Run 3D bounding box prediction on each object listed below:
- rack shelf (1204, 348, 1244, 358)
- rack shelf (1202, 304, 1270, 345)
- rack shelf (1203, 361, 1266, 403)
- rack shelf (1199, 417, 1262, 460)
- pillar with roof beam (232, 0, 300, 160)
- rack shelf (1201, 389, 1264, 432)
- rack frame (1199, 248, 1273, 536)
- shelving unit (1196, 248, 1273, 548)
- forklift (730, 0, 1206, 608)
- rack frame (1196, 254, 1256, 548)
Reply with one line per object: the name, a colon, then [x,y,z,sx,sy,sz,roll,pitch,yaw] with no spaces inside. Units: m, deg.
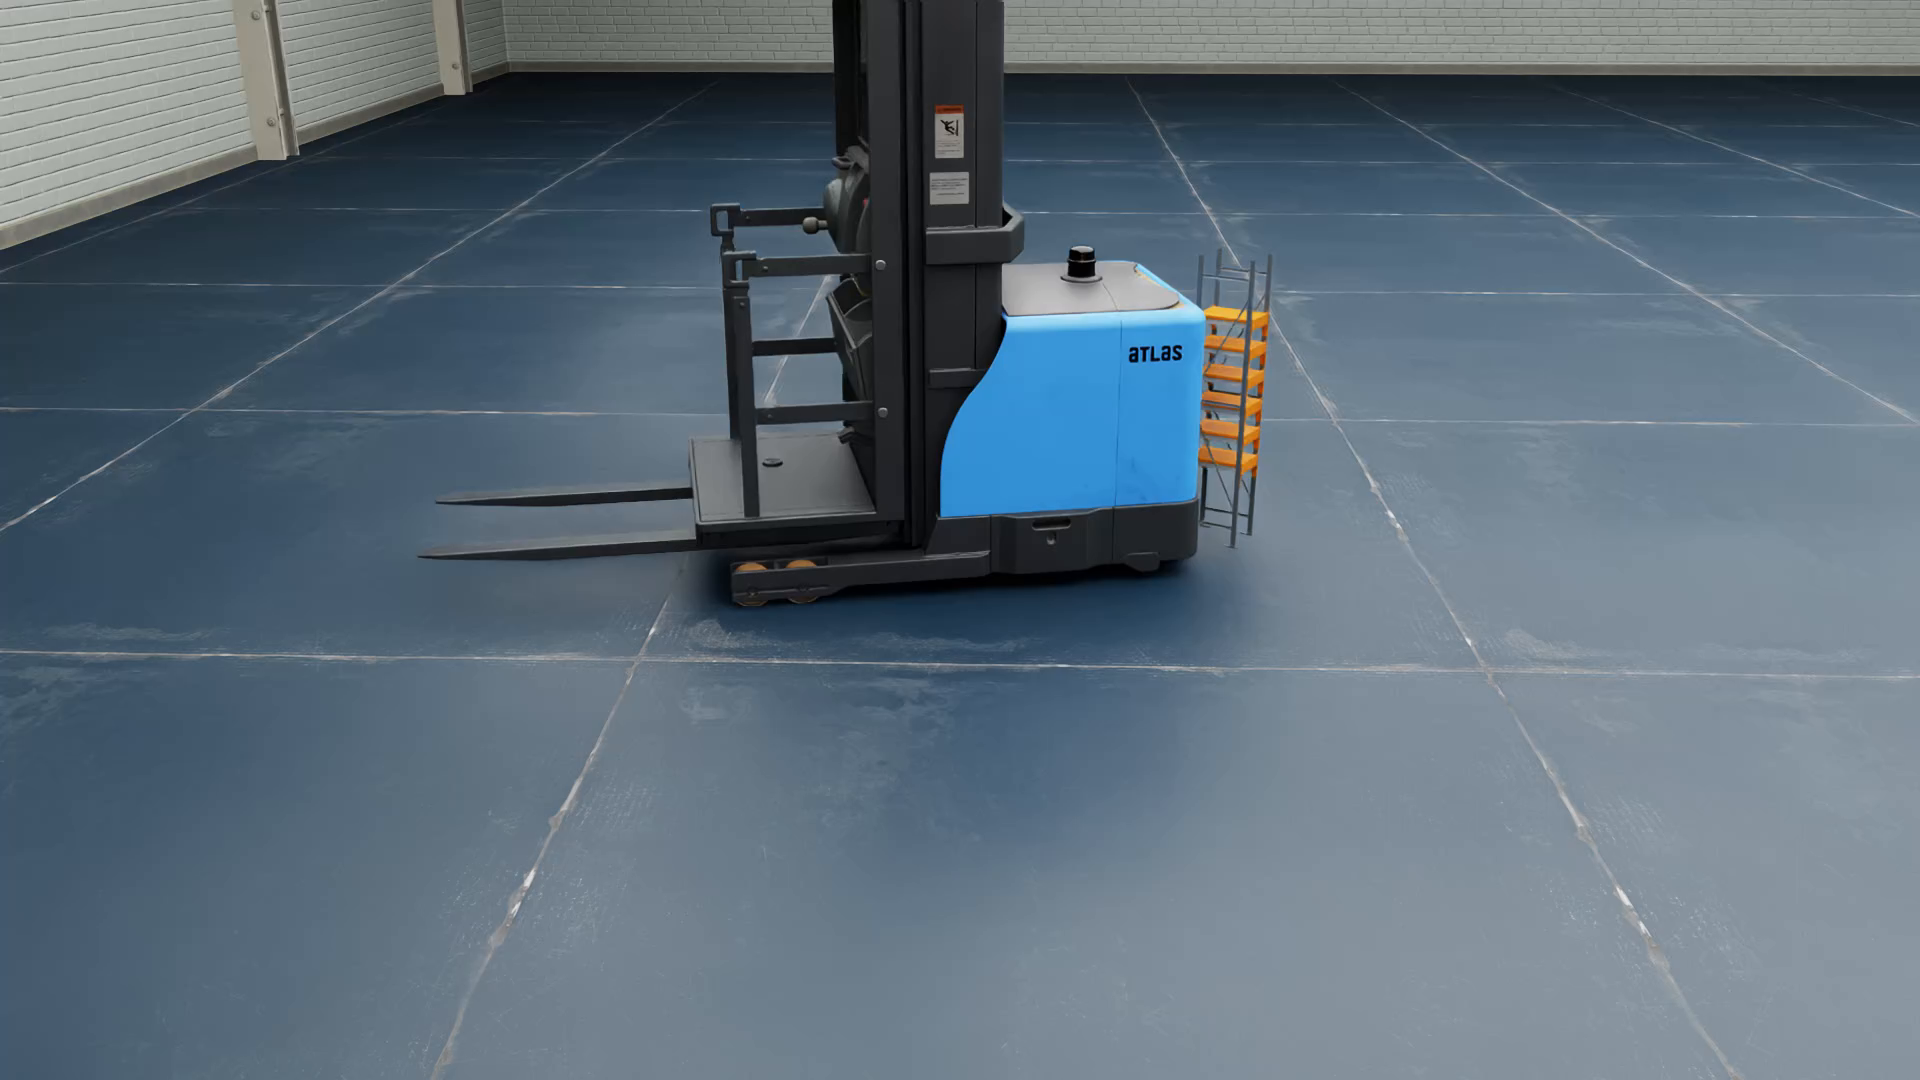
rack shelf: [1.101,-0.781,6.781,0.199,0.020,0.166,12,23,29]
rack shelf: [1.102,-0.876,6.747,0.258,0.103,0.180,12,23,29]
rack shelf: [1.099,-0.650,6.828,0.258,0.103,0.180,12,23,29]
rack shelf: [1.096,-0.424,6.910,0.258,0.103,0.180,12,23,29]
pillar with roof beam: [-2.792,-8.128,15.536,9.100,9.000,0.400,1,21,2]
rack shelf: [1.097,-0.537,6.869,0.258,0.103,0.180,12,23,29]
rack frame: [1.146,-0.604,6.928,0.240,1.200,0.006,12,23,29]
shelving unit: [1.098,-0.579,6.854,0.258,1.200,0.189,12,23,29]
forklift: [-0.612,-1.315,6.366,3.031,2.935,1.130,-4,22,-10]
rack frame: [1.050,-0.553,6.780,0.240,1.200,0.006,12,23,29]
